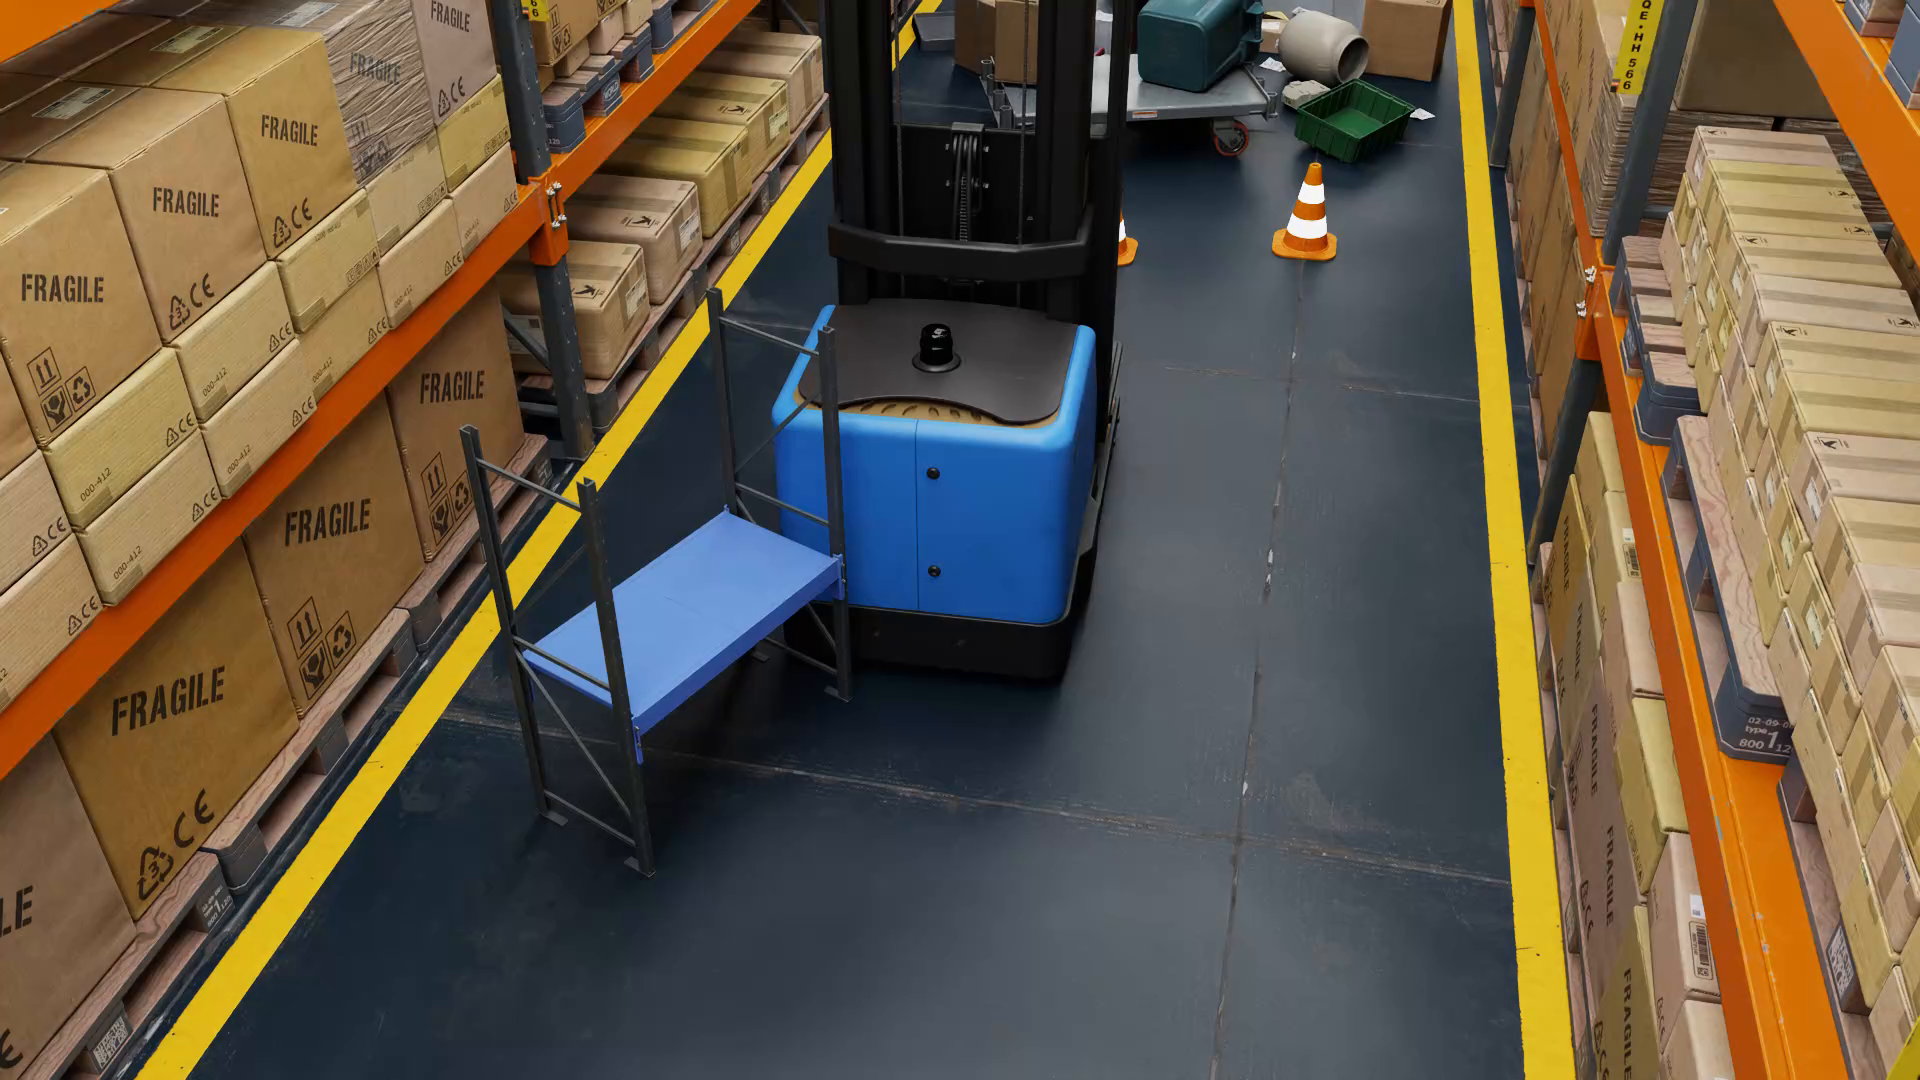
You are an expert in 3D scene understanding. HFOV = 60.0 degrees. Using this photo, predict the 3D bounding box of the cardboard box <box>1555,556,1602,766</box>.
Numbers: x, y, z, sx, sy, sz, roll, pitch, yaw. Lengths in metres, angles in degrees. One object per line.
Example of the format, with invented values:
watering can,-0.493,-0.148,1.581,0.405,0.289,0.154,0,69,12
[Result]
cardboard box,2.252,0.423,5.382,0.500,0.500,0.500,8,37,11

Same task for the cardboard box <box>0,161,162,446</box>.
cardboard box,-2.389,-0.594,4.076,0.500,0.500,0.500,6,36,9

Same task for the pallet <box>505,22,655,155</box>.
pallet,-2.053,-1.988,7.100,1.213,0.211,1.003,7,37,10

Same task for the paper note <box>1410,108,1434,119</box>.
paper note,2.870,-2.671,10.409,0.147,0.020,0.142,-17,39,-22

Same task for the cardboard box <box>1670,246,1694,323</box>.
cardboard box,2.406,-0.764,5.105,0.380,0.149,0.250,9,37,12

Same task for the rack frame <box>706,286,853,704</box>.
rack frame,-0.597,-0.114,5.629,0.500,1.500,0.032,22,41,28

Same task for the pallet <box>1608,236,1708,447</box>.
pallet,2.708,-0.581,5.159,1.213,0.211,1.003,7,37,10

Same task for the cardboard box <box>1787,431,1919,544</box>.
cardboard box,2.076,-0.099,3.679,0.380,0.149,0.250,6,36,8

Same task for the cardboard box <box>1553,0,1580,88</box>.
cardboard box,2.910,-2.280,7.255,0.500,0.500,0.500,8,37,11

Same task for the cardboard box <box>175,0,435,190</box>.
cardboard box,-2.057,-1.464,5.277,0.500,0.500,0.500,8,37,11

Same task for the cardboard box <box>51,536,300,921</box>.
cardboard box,-2.716,0.456,5.018,0.875,0.875,0.875,8,37,11

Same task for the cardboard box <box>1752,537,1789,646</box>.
cardboard box,2.069,0.144,3.851,0.380,0.149,0.250,9,37,12

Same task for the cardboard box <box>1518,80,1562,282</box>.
cardboard box,3.356,-1.713,8.117,1.050,0.750,0.750,7,37,10

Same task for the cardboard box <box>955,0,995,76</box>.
cardboard box,0.312,-3.369,10.971,0.500,0.500,0.500,-24,42,-30

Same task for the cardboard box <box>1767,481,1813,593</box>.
cardboard box,2.072,0.015,3.777,0.380,0.149,0.250,7,37,10

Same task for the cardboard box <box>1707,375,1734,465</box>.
cardboard box,2.238,-0.302,4.466,0.380,0.149,0.250,8,37,11

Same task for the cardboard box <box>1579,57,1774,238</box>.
cardboard box,2.590,-1.413,6.059,0.500,0.500,0.500,7,37,10

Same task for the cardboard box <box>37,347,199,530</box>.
cardboard box,-2.368,-0.297,4.306,0.500,0.250,0.500,8,37,11

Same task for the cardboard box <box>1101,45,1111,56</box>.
cardboard box,1.024,-3.028,10.701,0.258,0.266,0.396,-17,39,-22

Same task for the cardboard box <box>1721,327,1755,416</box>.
cardboard box,2.240,-0.421,4.378,0.380,0.149,0.250,7,37,10

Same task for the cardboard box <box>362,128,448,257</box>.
cardboard box,-2.062,-1.181,5.525,0.500,0.250,0.500,6,36,9

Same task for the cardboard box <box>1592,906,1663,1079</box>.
cardboard box,1.924,1.304,4.166,0.500,0.500,0.500,6,36,9

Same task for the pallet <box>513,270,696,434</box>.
pallet,-1.933,-0.962,7.898,1.003,0.211,1.213,7,37,10

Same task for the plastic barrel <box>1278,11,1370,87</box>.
plastic barrel,2.355,-3.174,10.768,0.421,0.421,0.512,-24,42,-30

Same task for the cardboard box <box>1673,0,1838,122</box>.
cardboard box,2.862,-1.782,5.716,0.700,0.500,0.500,7,37,10

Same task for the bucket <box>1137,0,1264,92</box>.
bucket,1.388,-3.031,9.870,0.726,0.611,0.620,20,51,26

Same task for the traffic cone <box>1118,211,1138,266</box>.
traffic cone,0.771,-1.731,8.745,0.336,0.463,0.334,7,37,10

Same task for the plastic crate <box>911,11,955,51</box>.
plastic crate,-0.110,-3.552,11.582,0.402,0.080,0.583,-5,36,-6

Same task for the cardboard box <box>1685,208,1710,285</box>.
cardboard box,2.401,-0.862,4.986,0.380,0.149,0.250,9,37,12

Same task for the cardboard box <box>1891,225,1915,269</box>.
cardboard box,3.096,-0.929,5.079,0.380,0.149,0.250,8,37,11

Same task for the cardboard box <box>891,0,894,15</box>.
cardboard box,-0.754,-3.605,11.153,0.500,0.250,0.500,9,37,13

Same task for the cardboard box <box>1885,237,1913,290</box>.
cardboard box,3.100,-0.809,5.166,0.380,0.149,0.250,8,37,11

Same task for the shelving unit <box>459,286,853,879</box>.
shelving unit,-0.888,0.130,5.292,0.538,1.500,1.048,22,41,28

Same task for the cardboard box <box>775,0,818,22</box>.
cardboard box,-0.857,-3.601,10.509,0.500,0.500,0.500,9,37,12

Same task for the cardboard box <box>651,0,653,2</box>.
cardboard box,-1.599,-2.487,7.481,0.380,0.149,0.250,9,37,13

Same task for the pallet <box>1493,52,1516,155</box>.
pallet,3.850,-2.671,10.256,1.003,0.211,1.213,7,37,10

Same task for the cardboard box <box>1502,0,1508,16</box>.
cardboard box,4.199,-4.075,11.269,0.875,0.875,0.875,7,36,9

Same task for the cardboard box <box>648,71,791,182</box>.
cardboard box,-1.506,-2.329,9.289,0.950,0.372,0.625,10,37,13

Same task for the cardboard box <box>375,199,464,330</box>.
cardboard box,-2.049,-0.965,5.654,0.500,0.250,0.500,8,37,11

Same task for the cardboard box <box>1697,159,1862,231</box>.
cardboard box,2.414,-0.995,4.916,0.380,0.149,0.250,6,36,9

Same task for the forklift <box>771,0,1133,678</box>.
forklift,0.105,-1.551,6.393,1.130,2.935,3.031,6,36,8

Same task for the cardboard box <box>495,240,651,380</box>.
cardboard box,-1.970,-1.072,7.555,0.950,0.372,0.625,5,36,7

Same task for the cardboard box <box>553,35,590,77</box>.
cardboard box,-1.757,-2.033,6.855,0.380,0.149,0.250,5,36,7

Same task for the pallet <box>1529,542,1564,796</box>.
pallet,2.588,0.496,5.886,1.003,0.211,1.213,7,37,10

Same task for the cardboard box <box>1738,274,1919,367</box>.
cardboard box,2.244,-0.548,4.299,0.380,0.149,0.250,9,37,12

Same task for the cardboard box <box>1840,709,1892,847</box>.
cardboard box,1.905,0.478,3.138,0.380,0.149,0.250,9,37,12

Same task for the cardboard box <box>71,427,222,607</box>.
cardboard box,-2.369,-0.097,4.456,0.500,0.250,0.500,7,37,10

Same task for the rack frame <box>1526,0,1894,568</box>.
rack frame,2.756,-1.081,5.685,1.000,3.000,0.127,7,37,10

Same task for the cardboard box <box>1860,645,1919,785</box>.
cardboard box,1.911,0.347,3.065,0.380,0.149,0.250,6,36,8

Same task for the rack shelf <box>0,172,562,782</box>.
rack shelf,-2.528,-0.206,5.091,1.077,0.370,4.000,7,37,10

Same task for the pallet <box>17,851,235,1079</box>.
pallet,-2.864,1.327,4.739,1.003,0.211,1.213,7,37,10

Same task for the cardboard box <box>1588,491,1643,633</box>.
cardboard box,2.264,0.113,5.171,0.500,0.250,0.500,7,37,9

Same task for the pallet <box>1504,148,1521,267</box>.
pallet,3.520,-1.793,9.044,1.003,0.211,1.213,7,37,10

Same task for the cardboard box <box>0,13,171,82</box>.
cardboard box,-2.667,-1.256,4.990,0.500,0.500,0.500,8,37,11

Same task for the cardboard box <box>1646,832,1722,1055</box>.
cardboard box,1.937,0.999,3.949,0.500,0.250,0.500,9,37,12

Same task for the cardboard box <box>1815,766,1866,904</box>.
cardboard box,1.903,0.600,3.222,0.380,0.149,0.250,7,37,10

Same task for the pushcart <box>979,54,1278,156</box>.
pushcart,0.991,-2.618,10.040,1.648,0.377,0.936,-5,36,-6
